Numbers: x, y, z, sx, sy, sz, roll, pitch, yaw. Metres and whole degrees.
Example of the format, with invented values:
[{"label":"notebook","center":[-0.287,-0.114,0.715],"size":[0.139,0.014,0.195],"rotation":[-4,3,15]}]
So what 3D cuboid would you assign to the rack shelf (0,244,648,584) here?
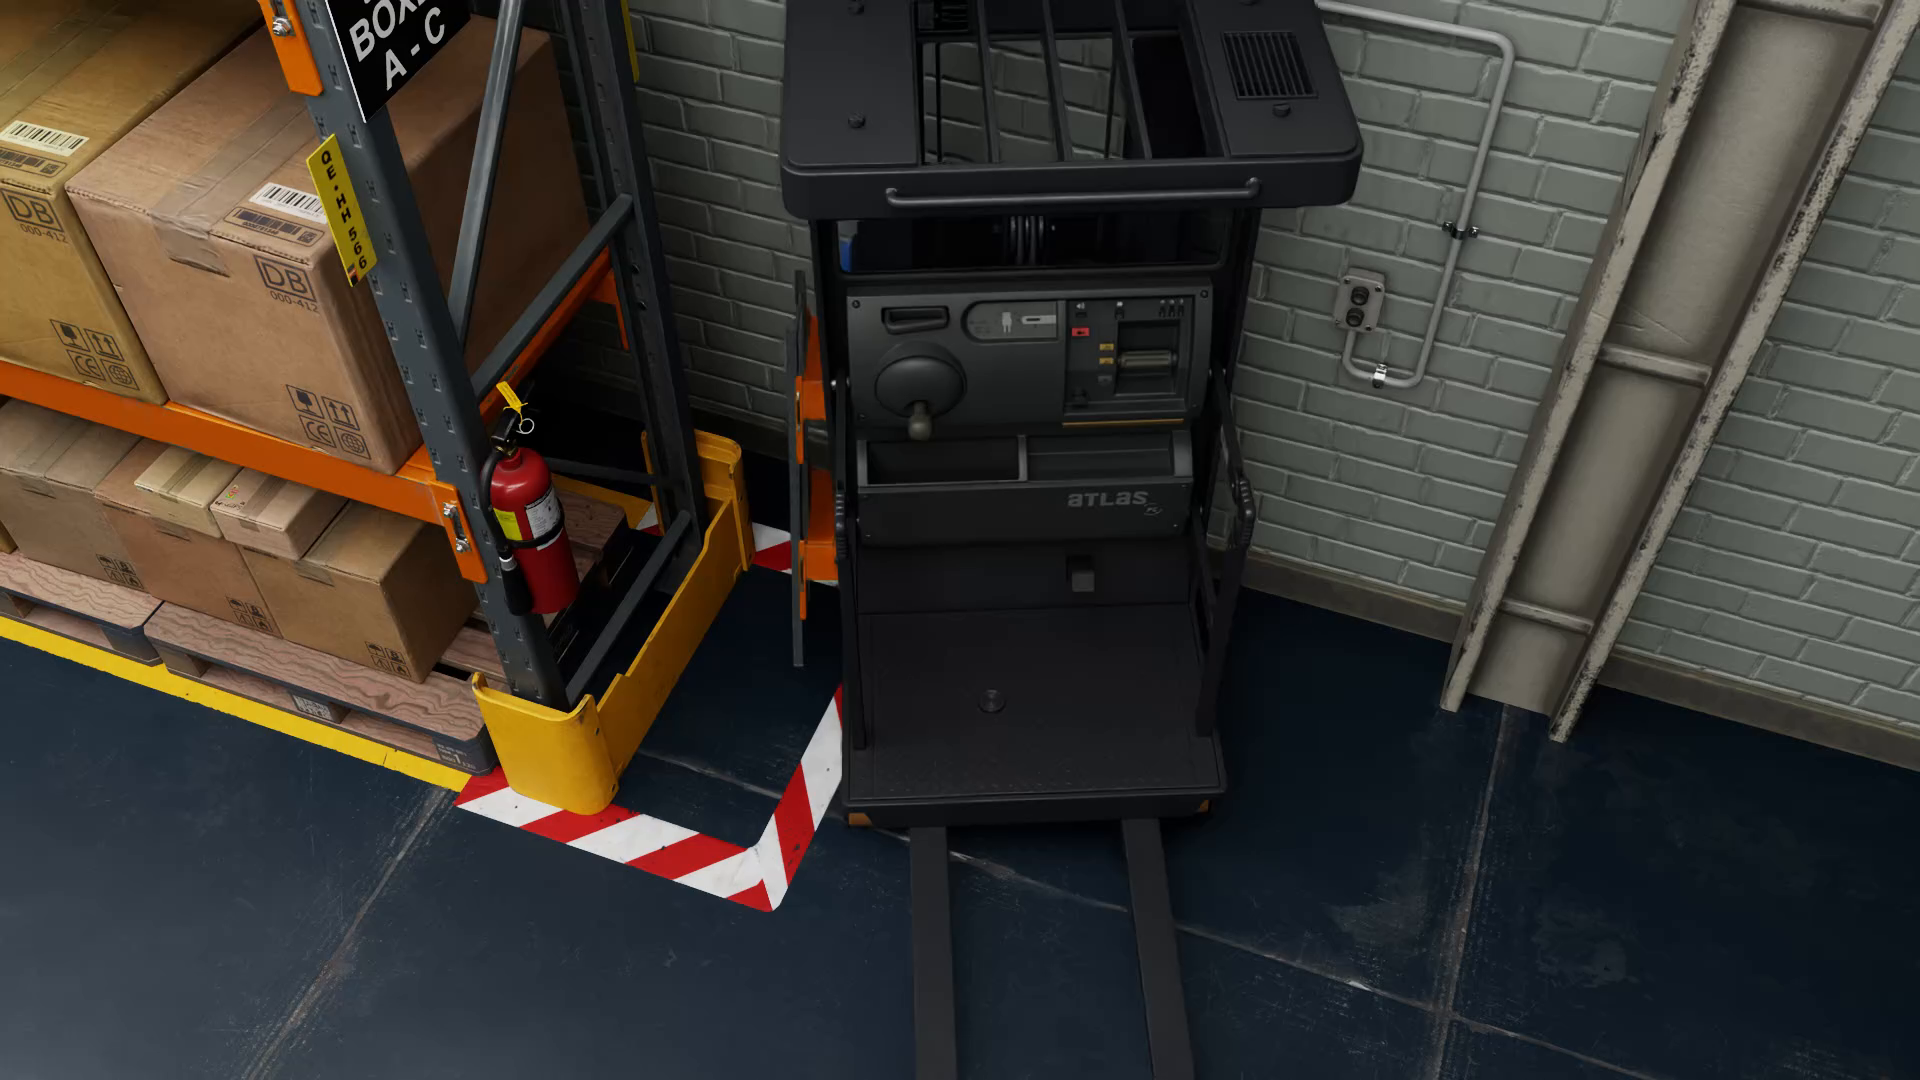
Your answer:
[{"label":"rack shelf","center":[-2.945,-0.889,5.012],"size":[4.000,0.370,1.077],"rotation":[16,51,13]}]

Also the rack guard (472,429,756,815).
[{"label":"rack guard","center":[-1.046,0.224,5.225],"size":[0.348,0.500,1.175],"rotation":[16,51,13]}]

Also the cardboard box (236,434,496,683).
[{"label":"cardboard box","center":[-1.760,-0.032,5.169],"size":[0.500,0.500,0.700],"rotation":[16,51,13]}]

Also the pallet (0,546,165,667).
[{"label":"pallet","center":[-2.986,-0.162,5.751],"size":[1.213,0.211,1.003],"rotation":[16,51,13]}]

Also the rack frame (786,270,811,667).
[{"label":"rack frame","center":[-0.497,-0.215,5.150],"size":[0.032,1.125,0.500],"rotation":[1,30,-2]}]

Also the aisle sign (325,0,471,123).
[{"label":"aisle sign","center":[-1.105,-1.221,3.103],"size":[0.004,0.787,0.394],"rotation":[16,51,13]}]

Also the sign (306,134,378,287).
[{"label":"sign","center":[-1.270,-0.677,3.428],"size":[0.005,0.325,0.100],"rotation":[16,51,13]}]

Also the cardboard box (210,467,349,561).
[{"label":"cardboard box","center":[-1.943,-0.149,4.841],"size":[0.250,0.149,0.380],"rotation":[15,51,13]}]

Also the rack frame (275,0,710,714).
[{"label":"rack frame","center":[-1.069,-0.601,4.286],"size":[0.127,3.000,1.000],"rotation":[16,51,13]}]

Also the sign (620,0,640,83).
[{"label":"sign","center":[-0.871,-1.302,4.268],"size":[0.005,0.325,0.100],"rotation":[16,51,13]}]

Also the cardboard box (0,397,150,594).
[{"label":"cardboard box","center":[-2.701,-0.294,5.396],"size":[0.500,0.500,0.700],"rotation":[14,51,12]}]

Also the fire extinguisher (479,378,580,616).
[{"label":"fire extinguisher","center":[-1.087,-0.087,4.138],"size":[0.183,0.674,0.296],"rotation":[16,51,13]}]

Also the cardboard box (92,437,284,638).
[{"label":"cardboard box","center":[-2.229,-0.163,5.283],"size":[0.500,0.500,0.700],"rotation":[15,51,13]}]

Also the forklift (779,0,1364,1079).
[{"label":"forklift","center":[0.191,-0.361,4.123],"size":[1.130,2.935,3.031],"rotation":[-2,49,-2]}]

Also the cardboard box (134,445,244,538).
[{"label":"cardboard box","center":[-2.183,-0.215,4.899],"size":[0.250,0.149,0.380],"rotation":[17,51,14]}]

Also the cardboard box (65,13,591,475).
[{"label":"cardboard box","center":[-1.550,-0.826,4.282],"size":[0.700,0.700,0.980],"rotation":[18,51,15]}]

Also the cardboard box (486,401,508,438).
[{"label":"cardboard box","center":[-1.573,-0.354,5.018],"size":[0.250,0.149,0.380],"rotation":[16,51,13]}]

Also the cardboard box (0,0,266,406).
[{"label":"cardboard box","center":[-2.237,-1.008,4.440],"size":[0.700,0.700,0.980],"rotation":[15,51,13]}]

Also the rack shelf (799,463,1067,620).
[{"label":"rack shelf","center":[0.003,0.003,5.292],"size":[1.000,0.278,0.538],"rotation":[1,30,-2]}]

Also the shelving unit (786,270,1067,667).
[{"label":"shelving unit","center":[0.011,-0.210,5.172],"size":[1.048,1.125,0.538],"rotation":[1,30,-2]}]

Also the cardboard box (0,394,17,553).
[{"label":"cardboard box","center":[-3.204,-0.429,5.513],"size":[0.500,0.500,0.700],"rotation":[17,51,14]}]

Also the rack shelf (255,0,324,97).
[{"label":"rack shelf","center":[-2.945,-1.871,3.878],"size":[4.000,0.370,1.077],"rotation":[16,51,13]}]

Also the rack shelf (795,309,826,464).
[{"label":"rack shelf","center":[0.020,-0.464,5.027],"size":[1.000,0.278,0.538],"rotation":[1,30,-2]}]

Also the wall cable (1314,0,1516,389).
[{"label":"wall cable","center":[0.460,-1.269,4.192],"size":[1.851,1.984,0.084],"rotation":[16,51,13]}]

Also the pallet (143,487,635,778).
[{"label":"pallet","center":[-1.846,0.159,5.473],"size":[1.213,0.211,1.003],"rotation":[16,51,13]}]
